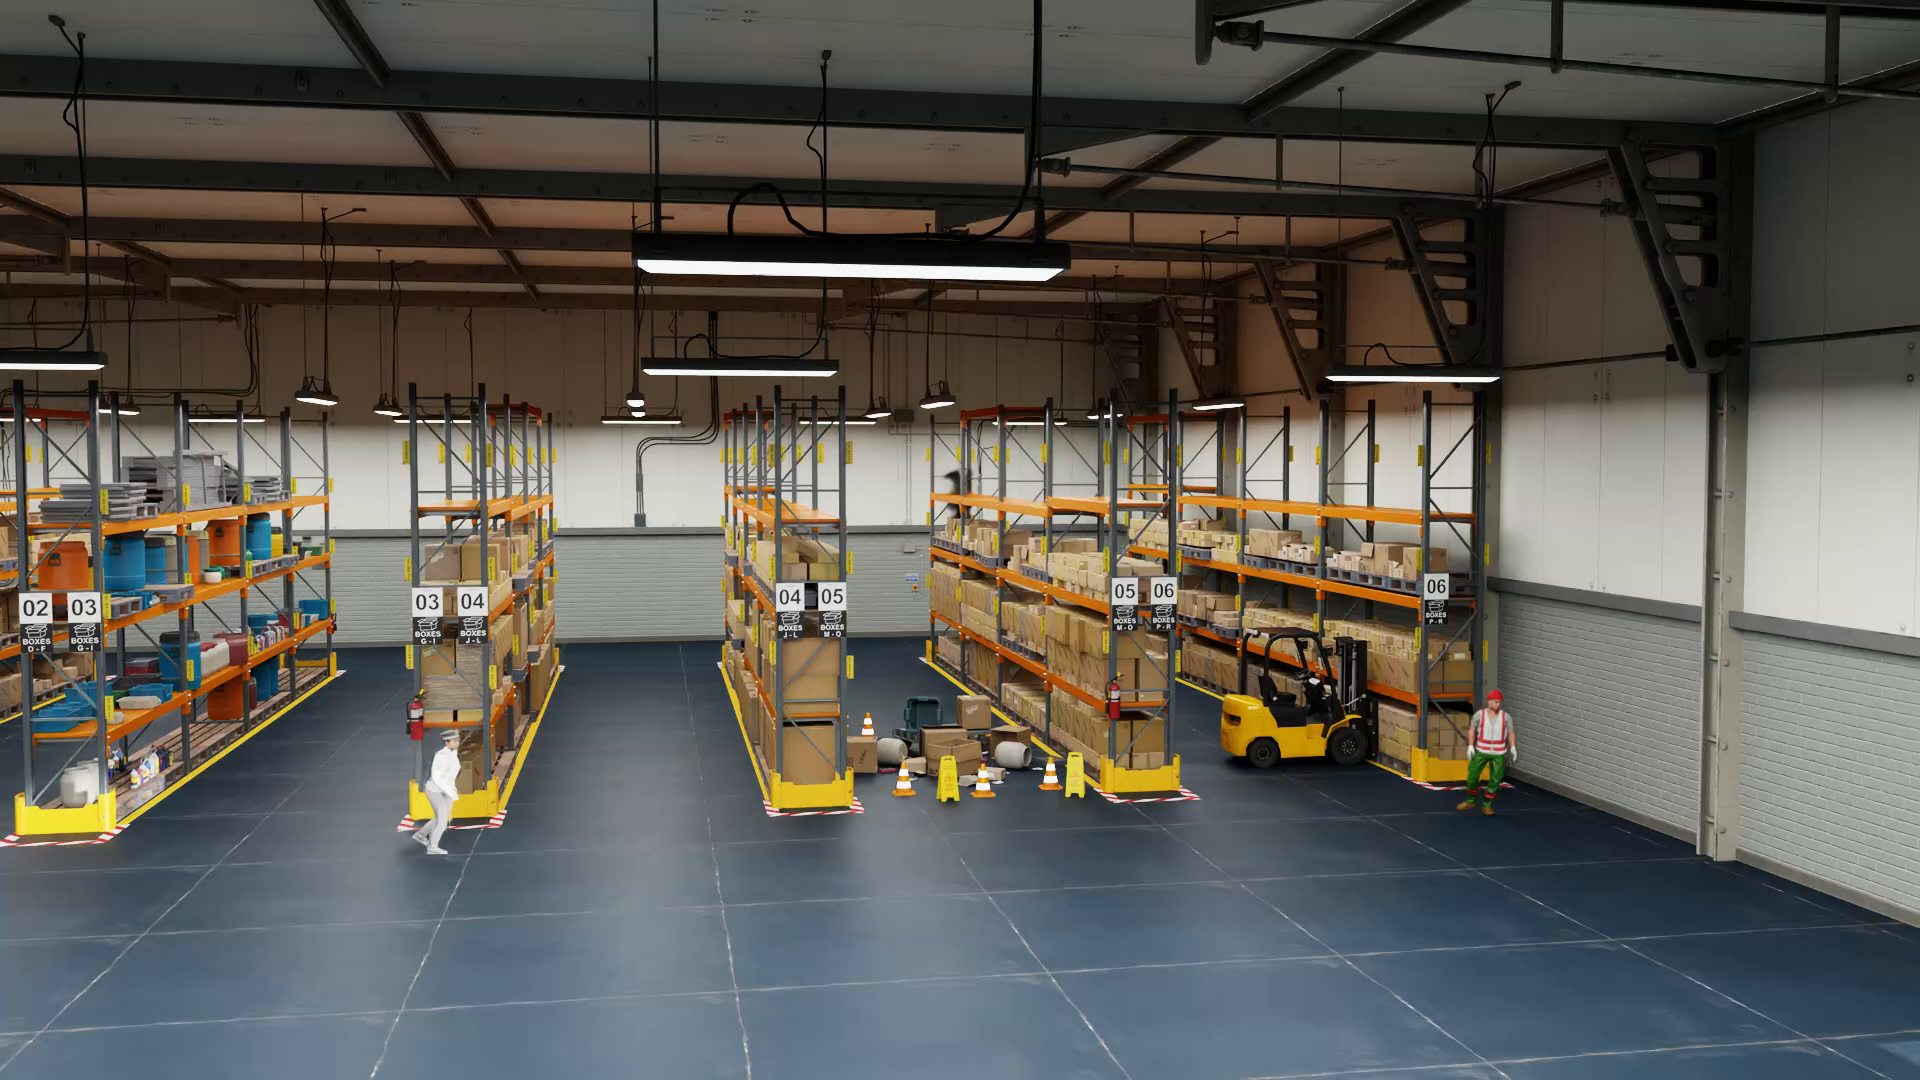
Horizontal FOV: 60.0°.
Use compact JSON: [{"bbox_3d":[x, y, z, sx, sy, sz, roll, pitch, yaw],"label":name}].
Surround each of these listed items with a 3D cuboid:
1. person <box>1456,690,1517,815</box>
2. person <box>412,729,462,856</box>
[{"bbox_3d":[7.303,2.952,23.053,0.765,1.753,0.590,0,3,9],"label":"person"},{"bbox_3d":[-6.550,3.145,20.789,0.702,1.602,0.573,0,3,6],"label":"person"}]
